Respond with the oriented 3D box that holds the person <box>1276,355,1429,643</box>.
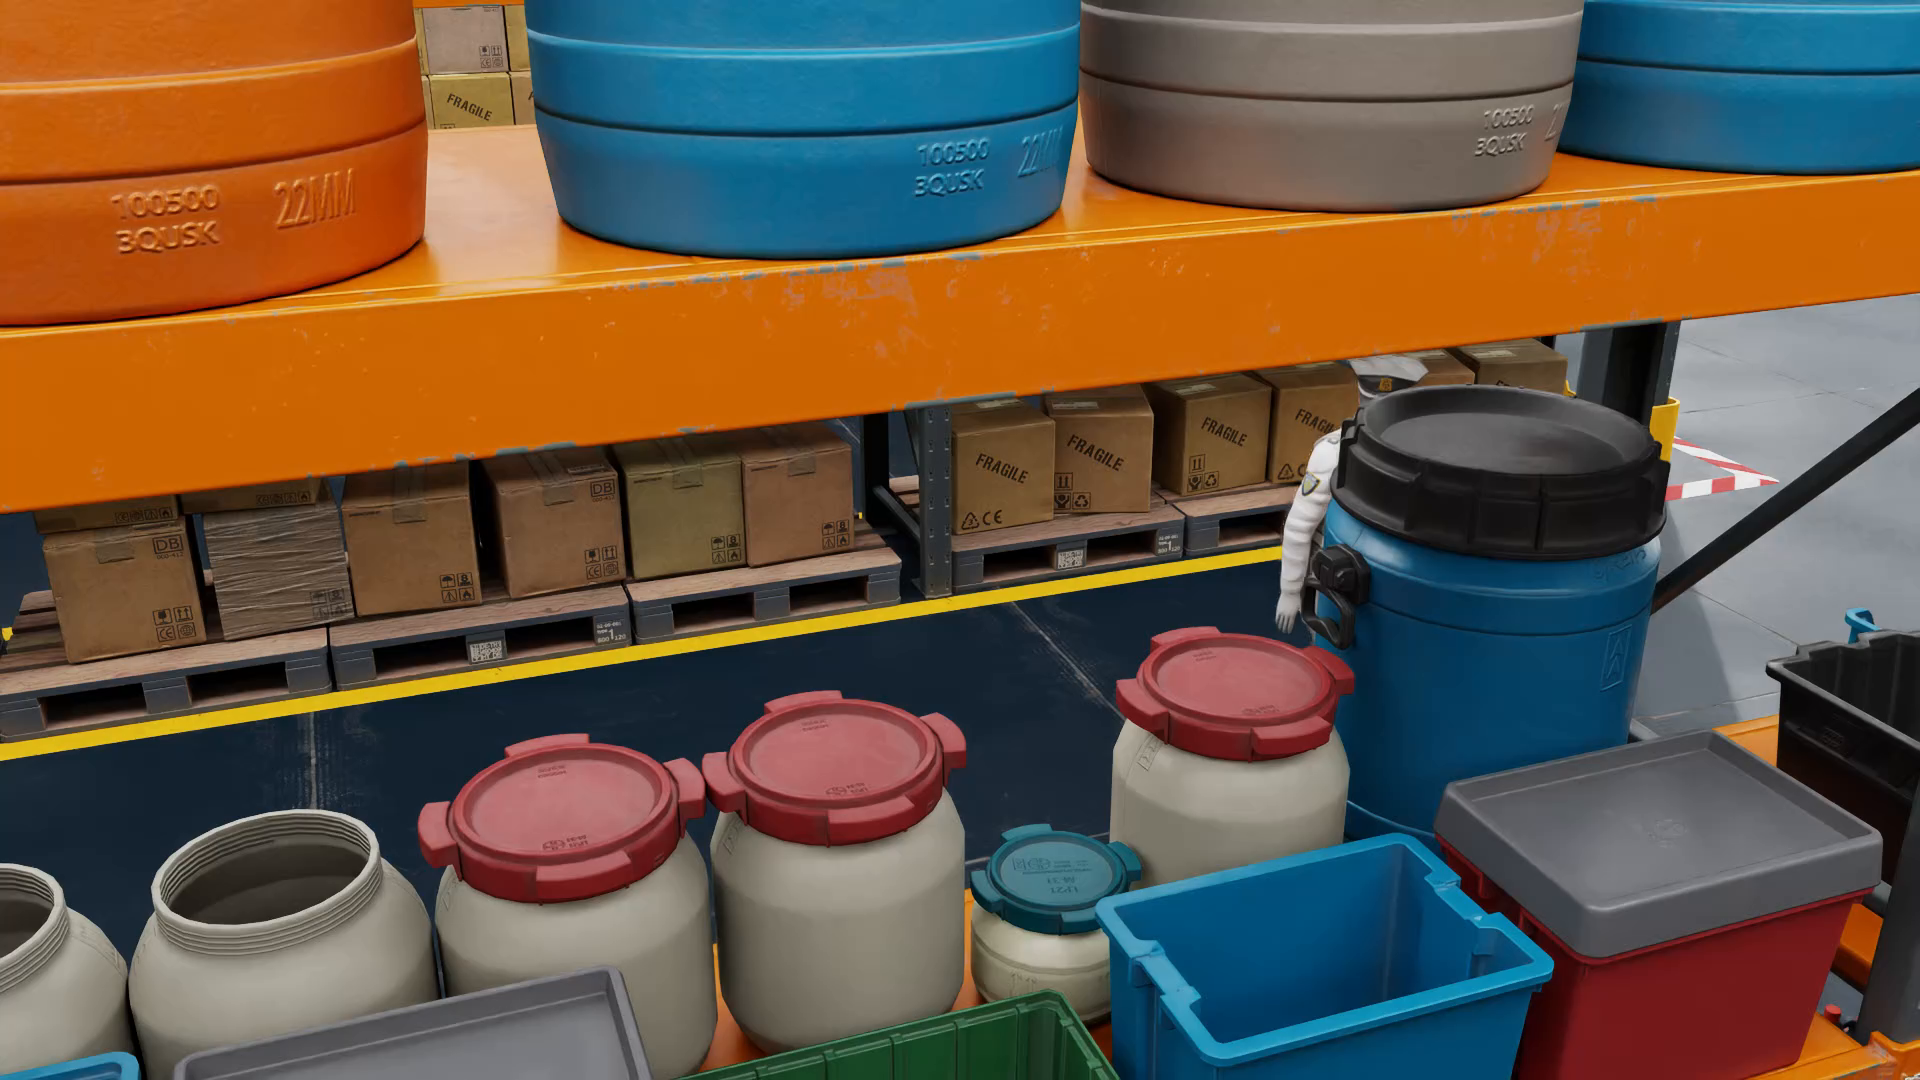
[{"bbox_3d":[1.380,0.171,5.659,0.600,1.640,0.754,-20,30,-39],"label":"person"}]
